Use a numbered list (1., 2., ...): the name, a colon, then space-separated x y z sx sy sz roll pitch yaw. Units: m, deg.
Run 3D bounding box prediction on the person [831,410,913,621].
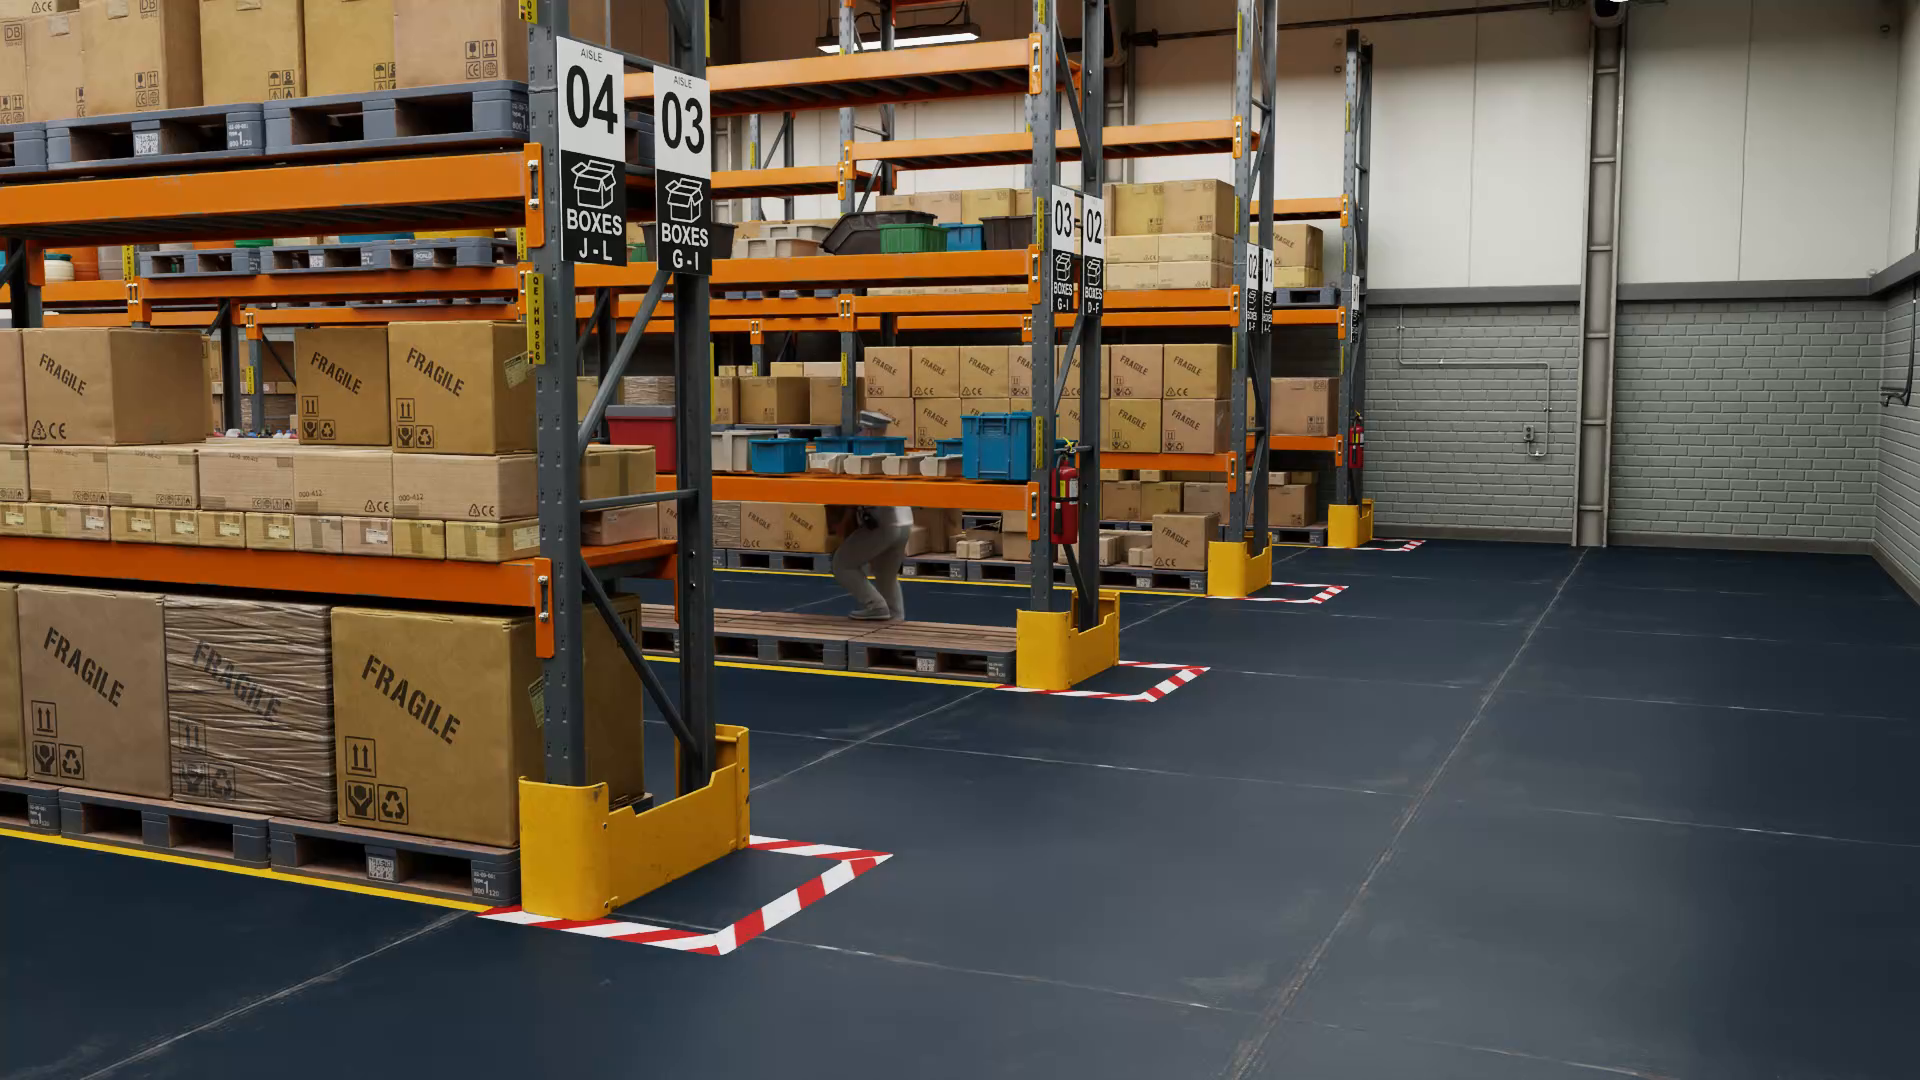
1. person: -0.667 -0.086 12.377 0.549 1.762 0.495 2 6 23
